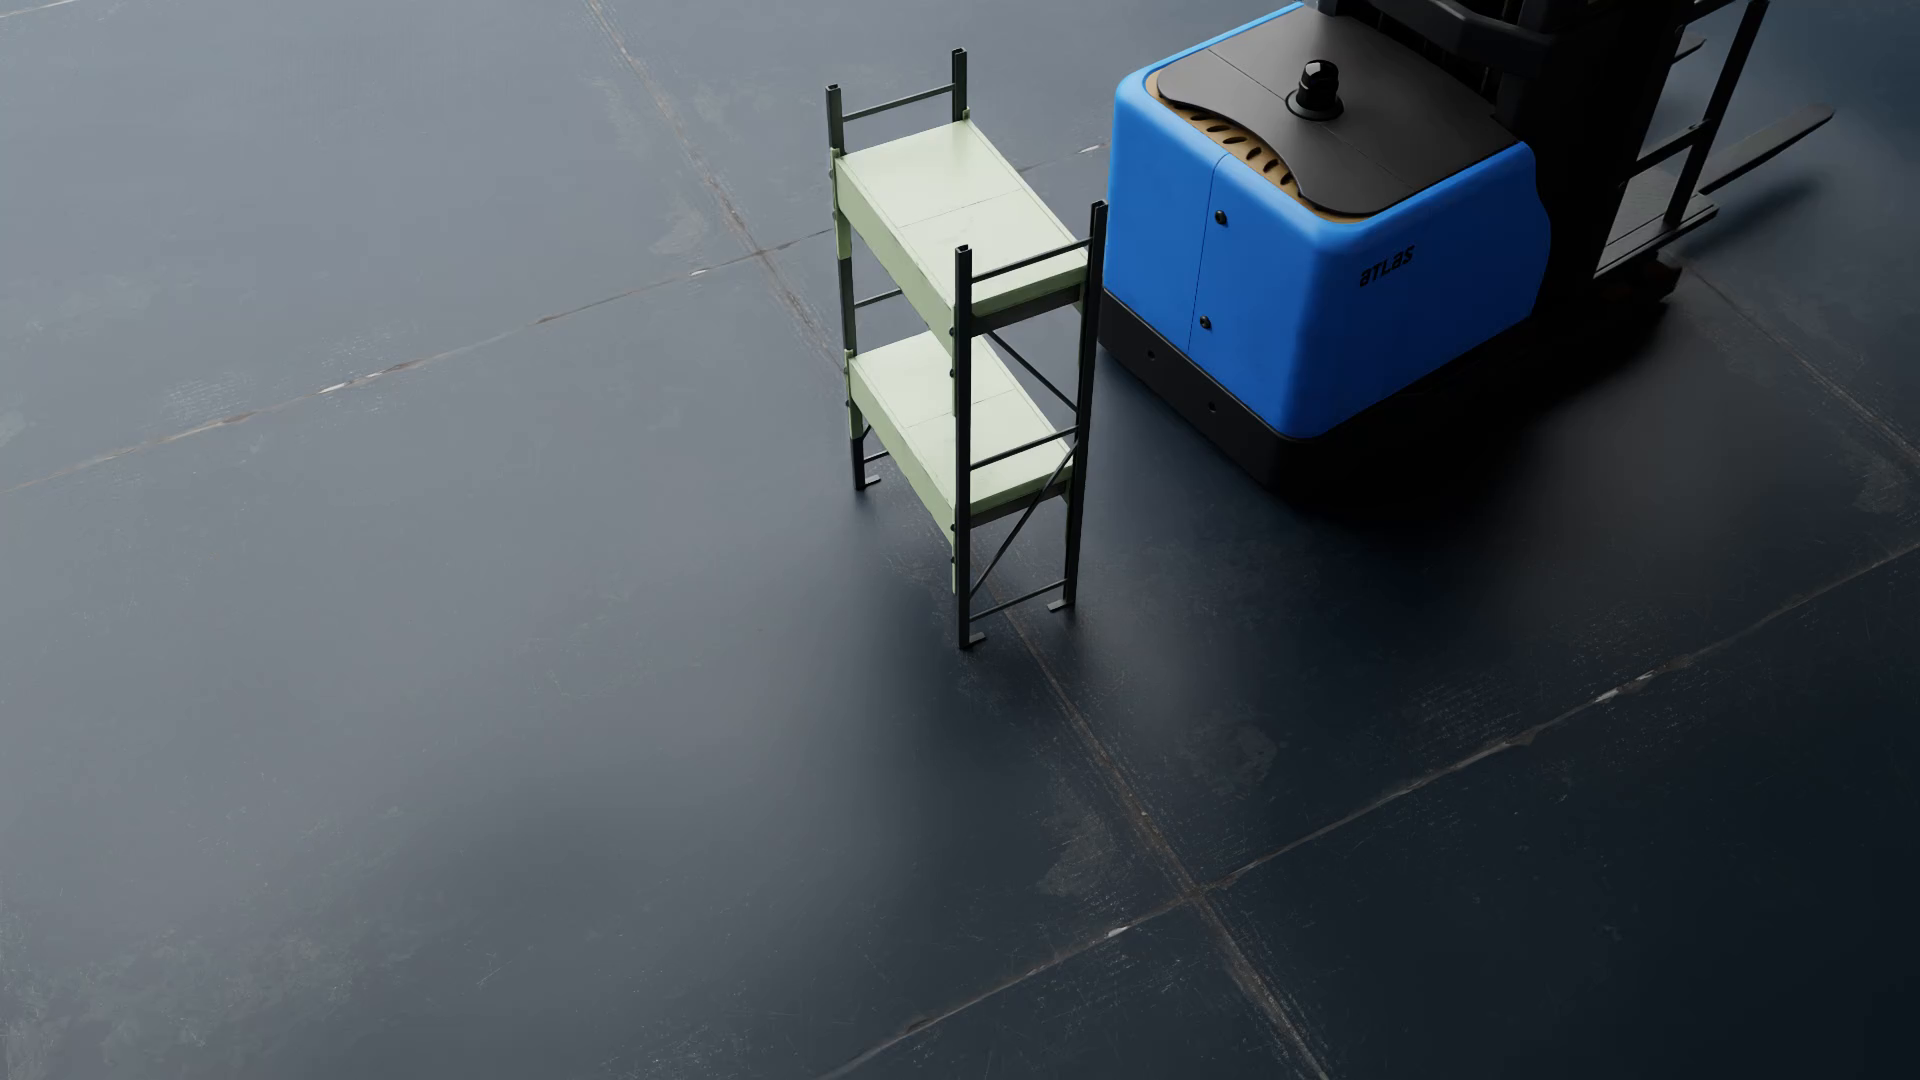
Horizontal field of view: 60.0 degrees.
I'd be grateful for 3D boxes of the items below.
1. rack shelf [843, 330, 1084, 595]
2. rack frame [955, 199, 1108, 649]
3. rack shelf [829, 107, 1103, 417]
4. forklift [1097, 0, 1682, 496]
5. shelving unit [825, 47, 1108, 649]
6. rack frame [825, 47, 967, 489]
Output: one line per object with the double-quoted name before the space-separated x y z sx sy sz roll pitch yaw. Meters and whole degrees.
"rack shelf" 0.003 -0.275 4.927 0.431 0.370 0.720 -21 52 -18
"rack frame" 0.171 -0.244 4.467 0.400 1.500 0.023 -21 52 -18
"rack shelf" 0.003 -0.746 4.388 0.431 0.370 0.720 -21 52 -18
"forklift" 1.951 -2.013 5.063 3.031 2.935 1.130 -29 55 -23
"shelving unit" 0.003 -0.489 4.682 0.431 1.500 0.755 -21 52 -18
"rack frame" -0.164 -0.734 4.896 0.400 1.500 0.023 -21 52 -18
